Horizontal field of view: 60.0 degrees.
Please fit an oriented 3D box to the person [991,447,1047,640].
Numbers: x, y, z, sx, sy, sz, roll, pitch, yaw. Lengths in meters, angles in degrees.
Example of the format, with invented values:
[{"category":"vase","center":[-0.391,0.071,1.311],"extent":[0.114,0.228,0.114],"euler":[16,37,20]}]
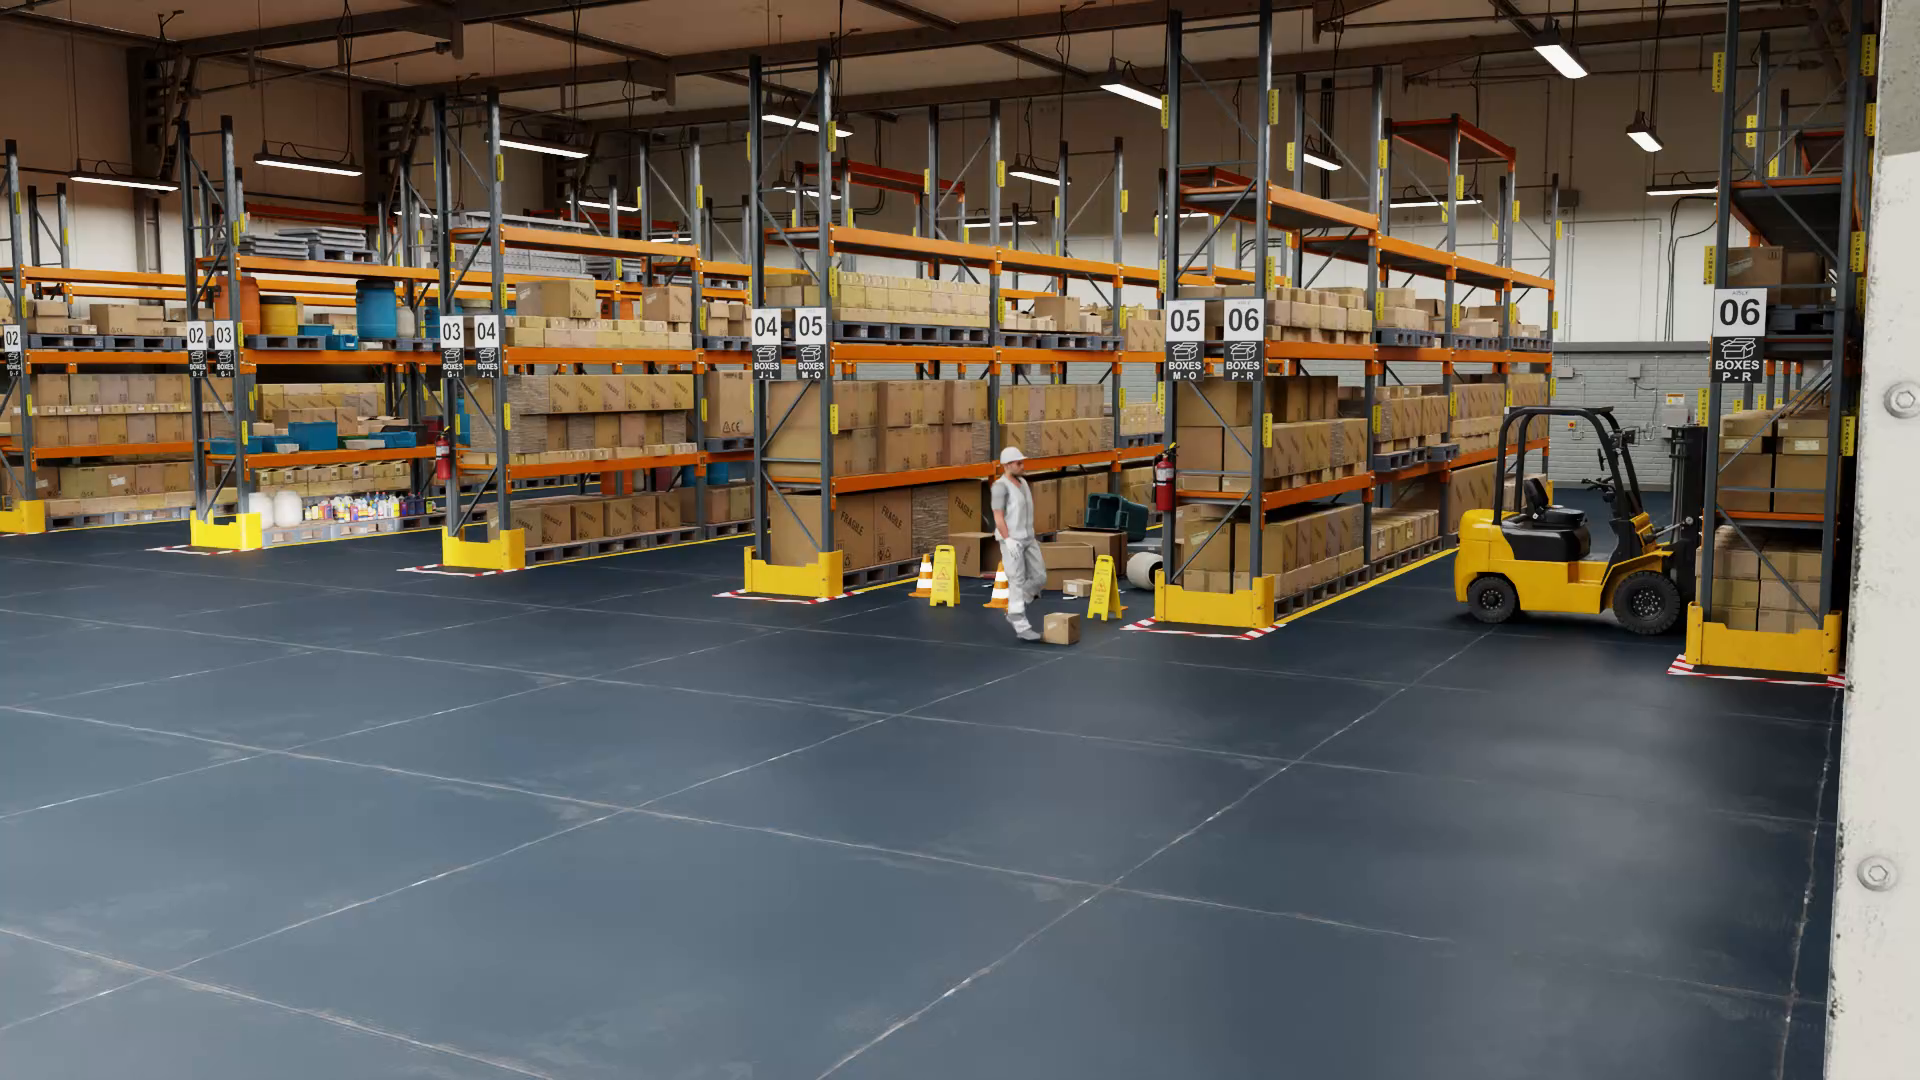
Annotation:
[{"category":"person","center":[0.599,0.031,15.568],"extent":[0.540,1.795,0.604],"euler":[5,7,38]}]
